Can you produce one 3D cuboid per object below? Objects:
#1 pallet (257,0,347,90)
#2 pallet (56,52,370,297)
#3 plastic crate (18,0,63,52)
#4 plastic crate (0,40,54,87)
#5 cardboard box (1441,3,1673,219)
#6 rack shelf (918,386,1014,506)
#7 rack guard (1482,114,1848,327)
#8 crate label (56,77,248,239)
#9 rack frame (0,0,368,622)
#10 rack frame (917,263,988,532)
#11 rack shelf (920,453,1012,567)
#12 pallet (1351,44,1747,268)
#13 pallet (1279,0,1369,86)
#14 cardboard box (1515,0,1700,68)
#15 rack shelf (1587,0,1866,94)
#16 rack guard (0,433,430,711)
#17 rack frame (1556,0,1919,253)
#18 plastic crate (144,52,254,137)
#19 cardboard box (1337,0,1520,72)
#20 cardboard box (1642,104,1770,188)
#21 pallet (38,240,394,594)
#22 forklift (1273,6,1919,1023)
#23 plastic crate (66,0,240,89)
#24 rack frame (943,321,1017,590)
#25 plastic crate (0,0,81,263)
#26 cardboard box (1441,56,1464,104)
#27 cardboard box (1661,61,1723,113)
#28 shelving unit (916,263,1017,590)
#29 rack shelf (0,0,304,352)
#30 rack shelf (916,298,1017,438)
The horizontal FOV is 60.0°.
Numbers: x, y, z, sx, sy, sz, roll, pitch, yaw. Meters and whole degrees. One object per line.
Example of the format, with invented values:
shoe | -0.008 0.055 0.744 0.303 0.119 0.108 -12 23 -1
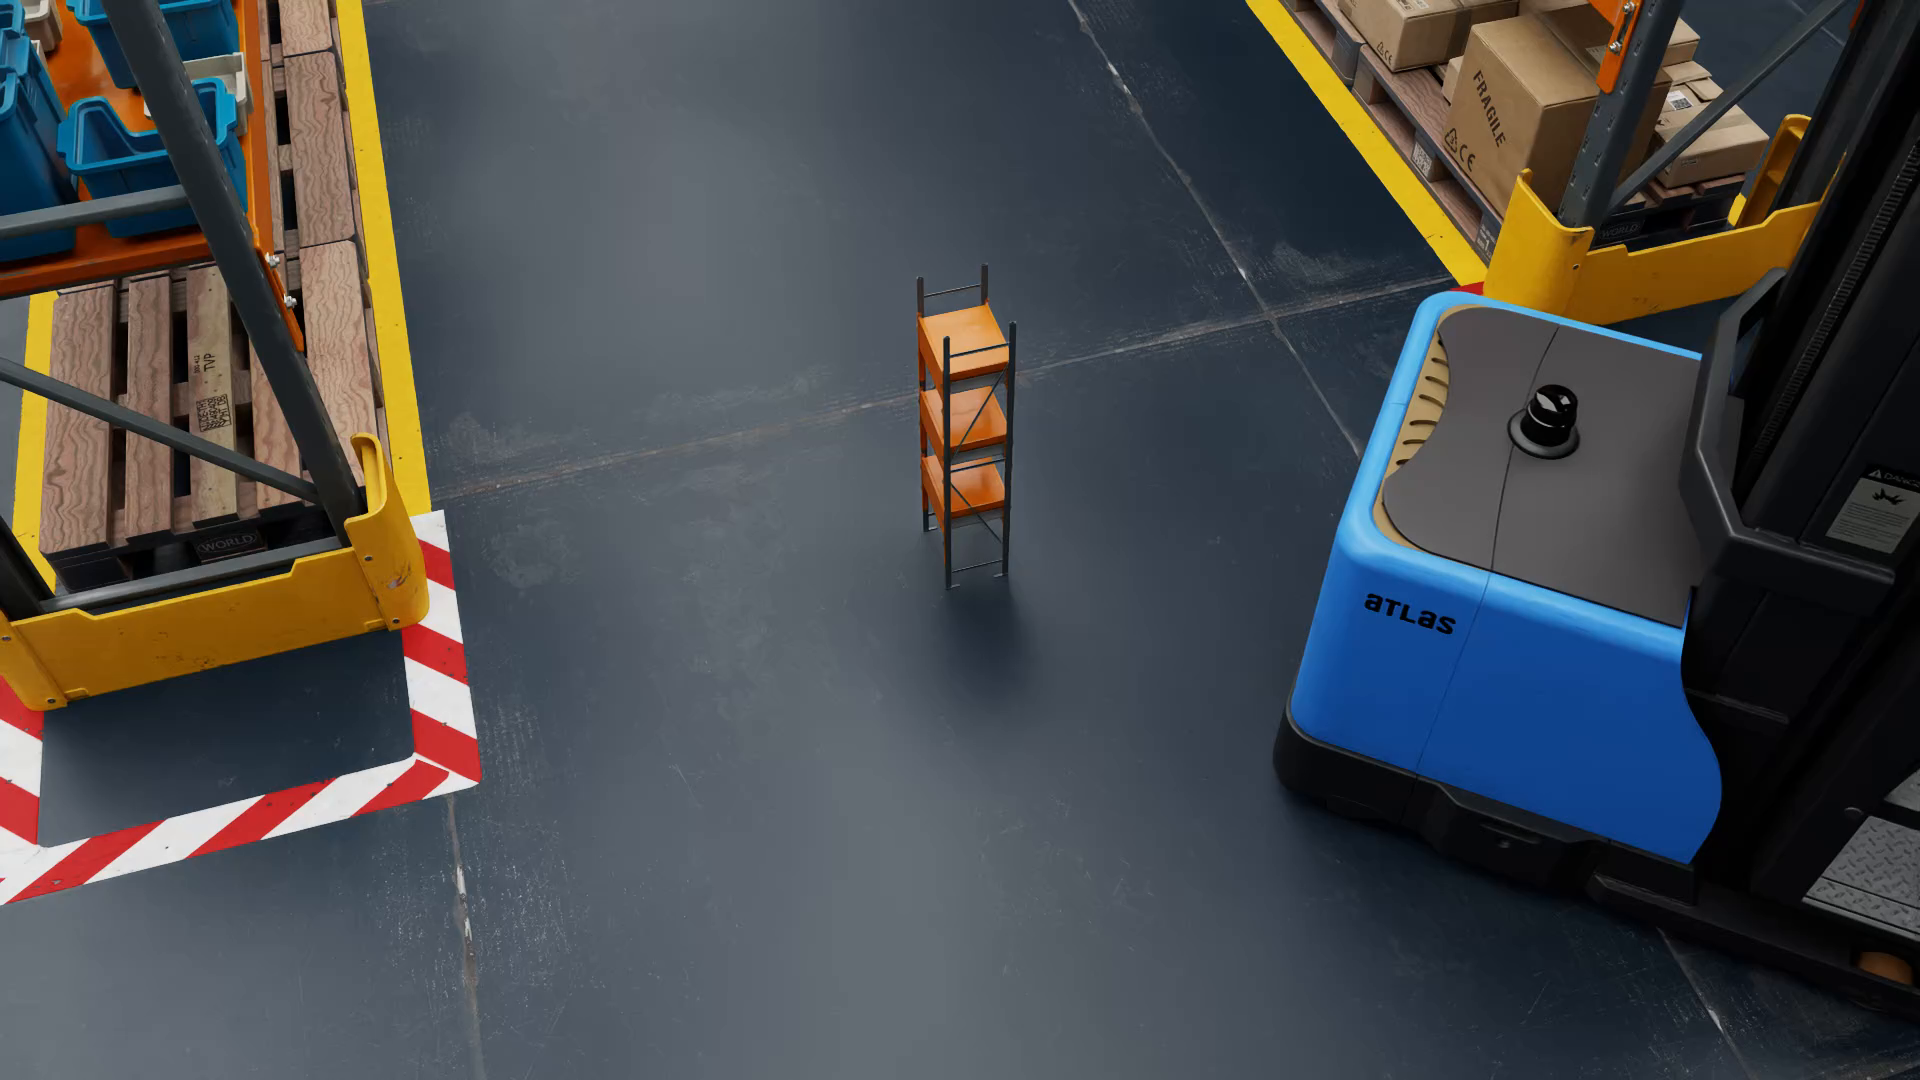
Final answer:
pallet | -3.160 -2.222 6.986 1.003 0.211 1.213 -13 51 -11
pallet | -2.795 -1.330 6.233 1.003 0.211 1.213 -13 51 -11
plastic crate | -2.717 -1.432 4.629 0.396 0.136 0.243 -13 51 -11
plastic crate | -2.645 -1.217 4.447 0.396 0.136 0.243 -13 51 -11
cardboard box | 2.105 -1.523 5.919 0.500 0.500 0.500 -13 51 -11
rack shelf | 0.016 -0.292 4.824 0.215 0.259 0.240 -13 51 -11
rack guard | 2.479 -1.095 5.846 1.175 0.500 0.348 -13 51 -11
crate label | -1.990 -0.948 4.158 0.416 0.233 0.303 -13 51 -11
rack frame | -2.231 -0.728 3.902 1.000 3.000 0.127 -13 51 -11
rack frame | -0.020 -0.388 4.891 0.200 1.050 0.008 -13 51 -11
rack shelf | 0.016 -0.113 5.036 0.215 0.259 0.240 -13 51 -11
pallet | 2.242 -1.584 6.447 1.003 0.211 1.213 -13 51 -11
pallet | 1.885 -2.473 7.197 1.003 0.211 1.213 -13 51 -11
cardboard box | 2.464 -1.927 6.424 0.500 0.250 0.500 -13 51 -11
rack shelf | 1.910 -3.074 6.350 1.077 0.370 4.000 -13 51 -11
rack guard | -2.212 0.092 4.845 1.175 0.500 0.348 -13 51 -11
rack frame | 2.502 -1.845 4.844 1.000 3.000 0.127 -13 51 -11
plastic crate | -2.006 -1.170 4.408 0.250 0.136 0.298 -13 51 -11
cardboard box | 1.853 -2.143 6.605 0.500 0.250 0.500 -13 51 -11
cardboard box | 2.706 -1.452 6.089 0.380 0.149 0.250 -13 51 -11
pallet | -2.438 -0.440 5.483 1.003 0.211 1.213 -13 51 -11
forklift | 2.438 -0.156 3.465 3.031 2.935 1.130 18 52 15
plastic crate | -2.185 -1.429 4.563 0.416 0.233 0.300 -13 51 -11
rack frame | 0.052 -0.210 4.741 0.200 1.050 0.008 -13 51 -11
plastic crate | -2.509 -0.961 4.036 0.616 0.435 0.499 -13 51 -11
cardboard box | 2.072 -1.731 6.313 0.380 0.166 0.250 -13 51 -11
cardboard box | 2.632 -1.640 6.236 0.380 0.166 0.250 -13 51 -11
shelving unit | 0.016 -0.299 4.816 0.215 1.050 0.252 -13 51 -11
rack shelf | -2.823 -1.957 5.408 1.077 0.370 4.000 -13 51 -11
rack shelf | 0.016 -0.475 4.607 0.215 0.259 0.240 -13 51 -11
